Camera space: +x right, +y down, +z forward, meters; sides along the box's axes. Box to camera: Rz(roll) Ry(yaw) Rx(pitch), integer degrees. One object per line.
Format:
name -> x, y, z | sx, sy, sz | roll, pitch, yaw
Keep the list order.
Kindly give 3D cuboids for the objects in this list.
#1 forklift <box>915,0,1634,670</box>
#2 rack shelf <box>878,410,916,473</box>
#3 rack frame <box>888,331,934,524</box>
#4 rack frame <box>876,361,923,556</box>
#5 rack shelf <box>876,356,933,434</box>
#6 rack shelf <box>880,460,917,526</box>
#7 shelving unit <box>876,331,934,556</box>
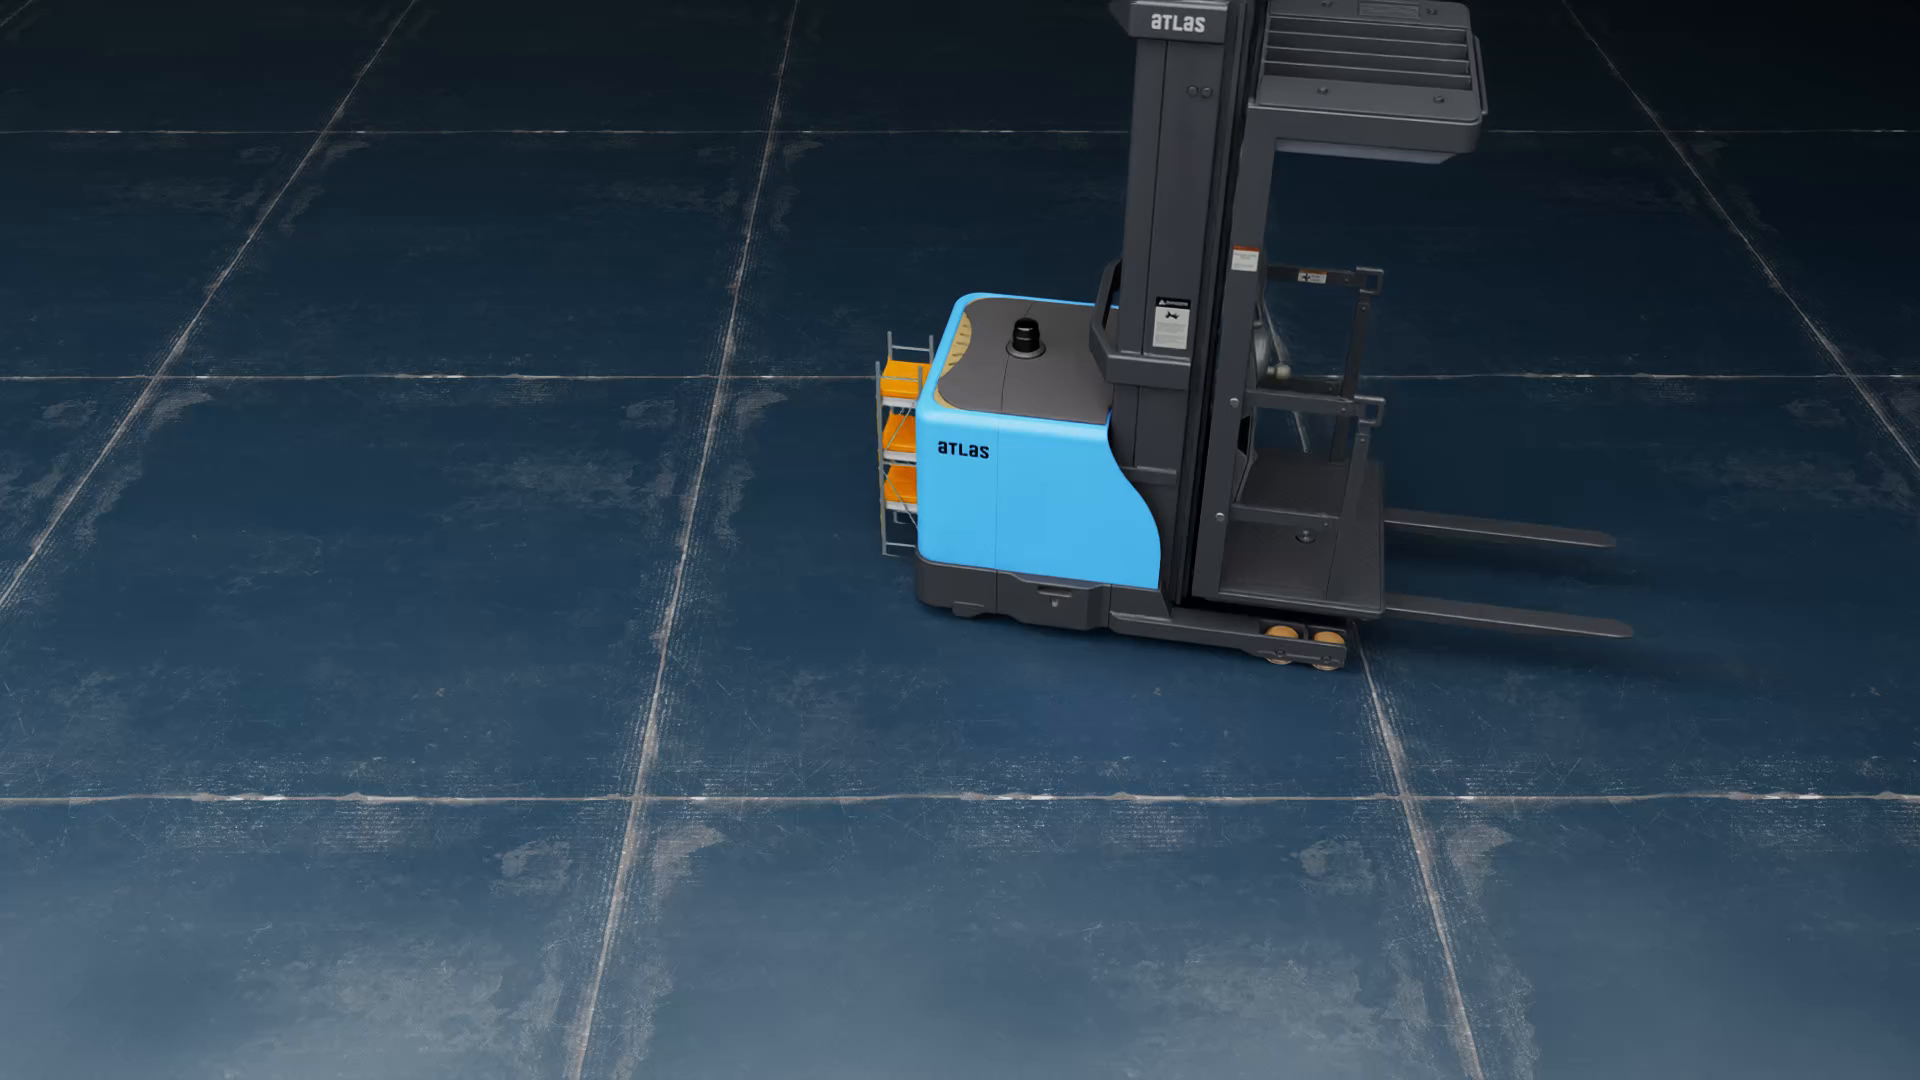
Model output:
forklift -> 1.373, -0.954, 6.597 | 3.031, 2.935, 1.130 | 7, 39, 8
rack shelf -> -0.235, -0.398, 7.424 | 0.215, 0.259, 0.240 | 6, 39, 8
rack frame -> -0.214, -0.481, 7.511 | 0.200, 1.050, 0.008 | 6, 39, 8
rack frame -> -0.256, -0.331, 7.323 | 0.200, 1.050, 0.008 | 6, 39, 8
rack shelf -> -0.235, -0.619, 7.246 | 0.215, 0.259, 0.240 | 6, 39, 8
rack shelf -> -0.235, -0.181, 7.597 | 0.215, 0.259, 0.240 | 6, 39, 8
shelving unit -> -0.235, -0.406, 7.417 | 0.215, 1.050, 0.252 | 6, 39, 8
